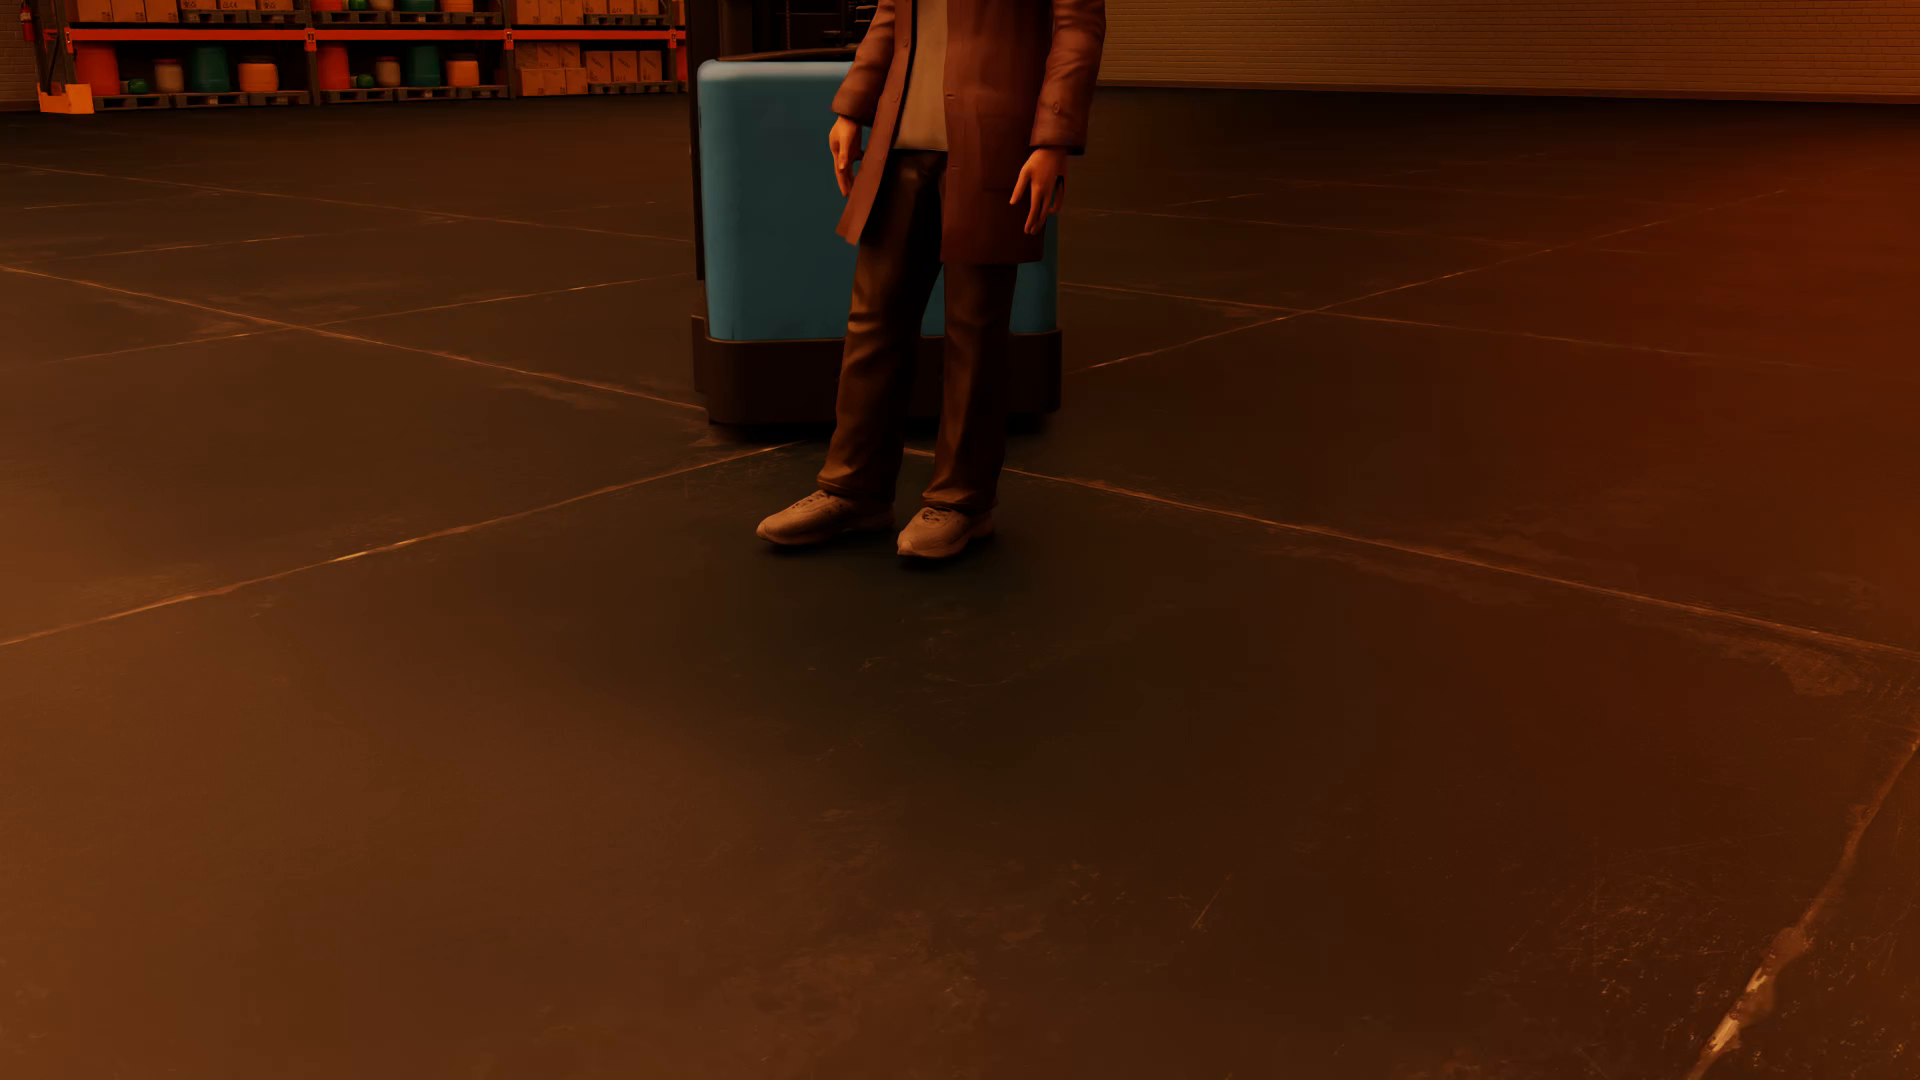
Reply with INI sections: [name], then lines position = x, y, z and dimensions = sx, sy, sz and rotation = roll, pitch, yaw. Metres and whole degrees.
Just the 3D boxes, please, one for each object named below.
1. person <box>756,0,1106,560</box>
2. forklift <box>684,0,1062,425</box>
[person]
position = -0.061, -0.745, 3.644
dimensions = 0.698, 1.584, 0.579
rotation = 13, 21, 37
[forklift]
position = -0.439, -2.120, 5.879
dimensions = 1.130, 2.935, 3.031
rotation = -3, 17, -9
